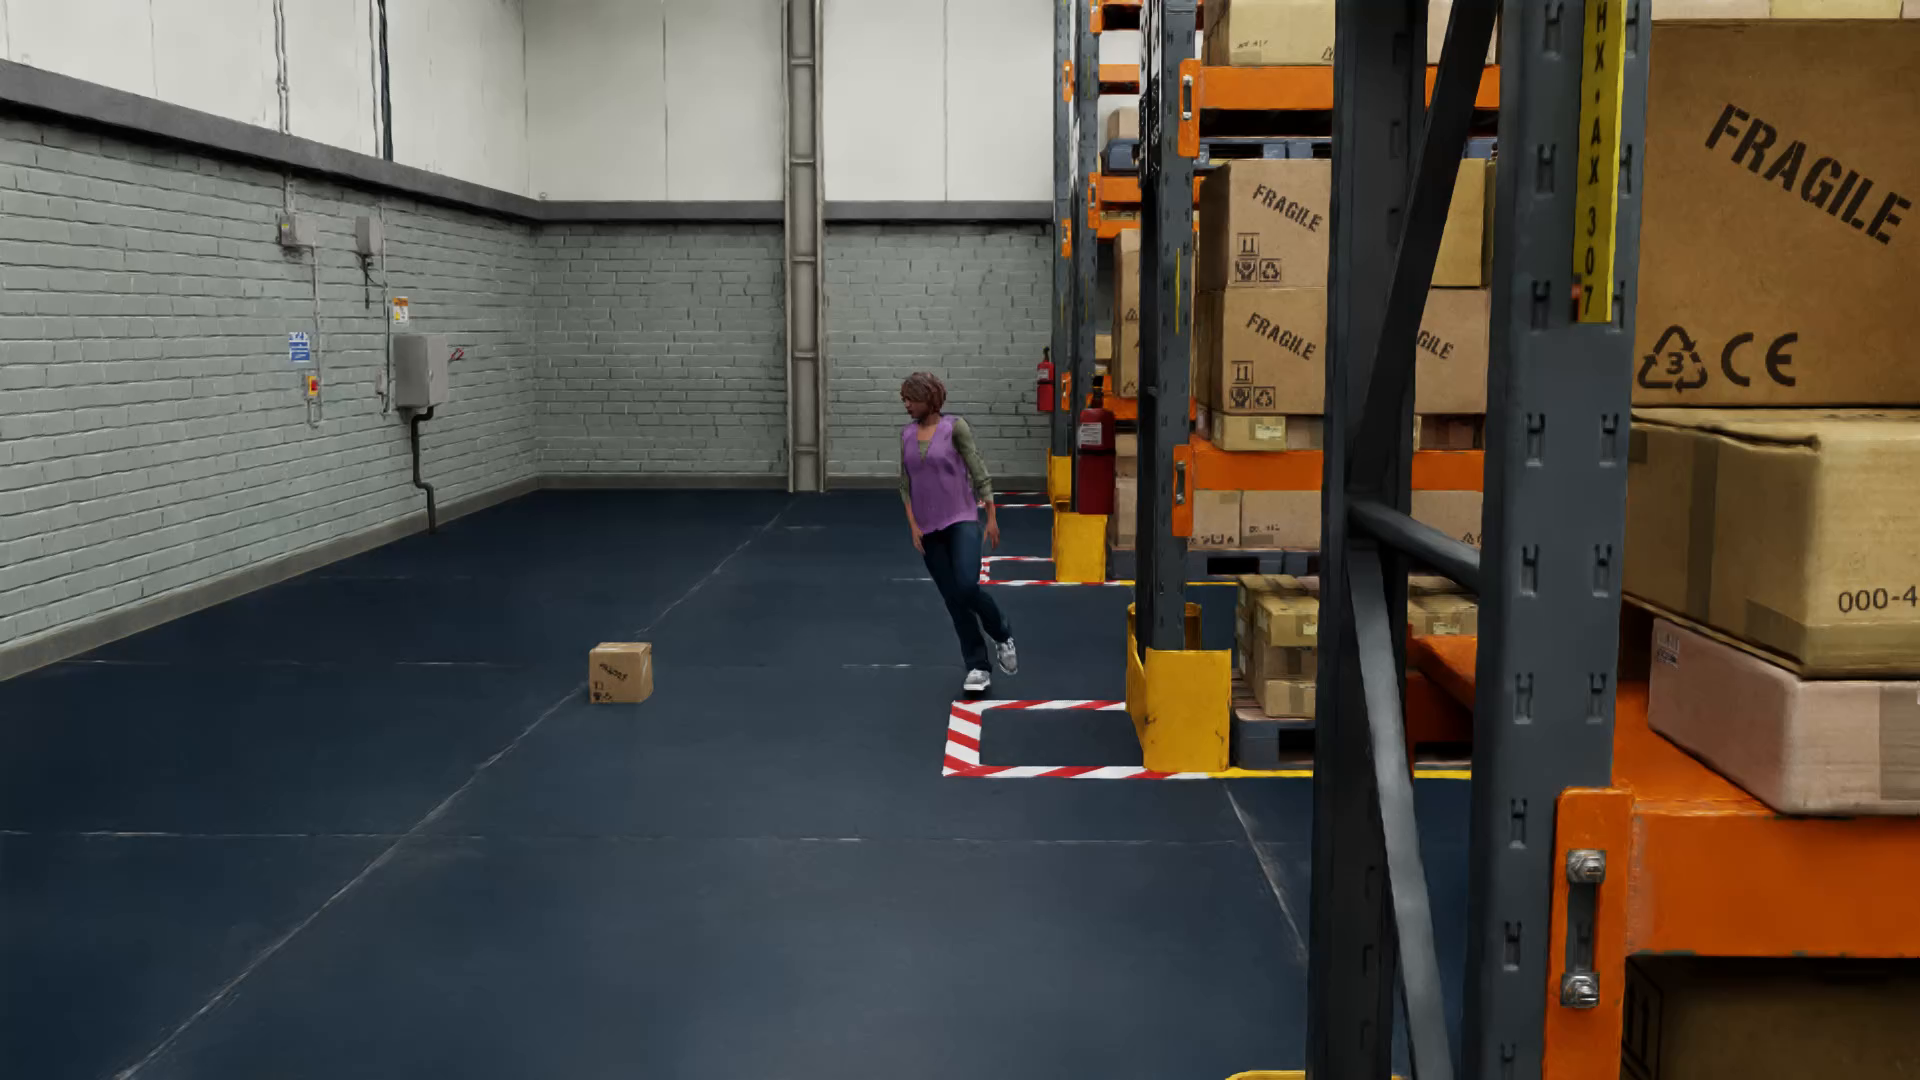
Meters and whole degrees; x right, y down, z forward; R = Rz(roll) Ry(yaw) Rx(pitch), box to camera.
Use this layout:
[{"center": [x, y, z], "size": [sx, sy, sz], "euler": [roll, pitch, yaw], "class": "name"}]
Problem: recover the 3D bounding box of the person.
[{"center": [-0.026, -0.050, 8.184], "size": [0.570, 1.551, 0.459], "euler": [4, 8, 27], "class": "person"}]
